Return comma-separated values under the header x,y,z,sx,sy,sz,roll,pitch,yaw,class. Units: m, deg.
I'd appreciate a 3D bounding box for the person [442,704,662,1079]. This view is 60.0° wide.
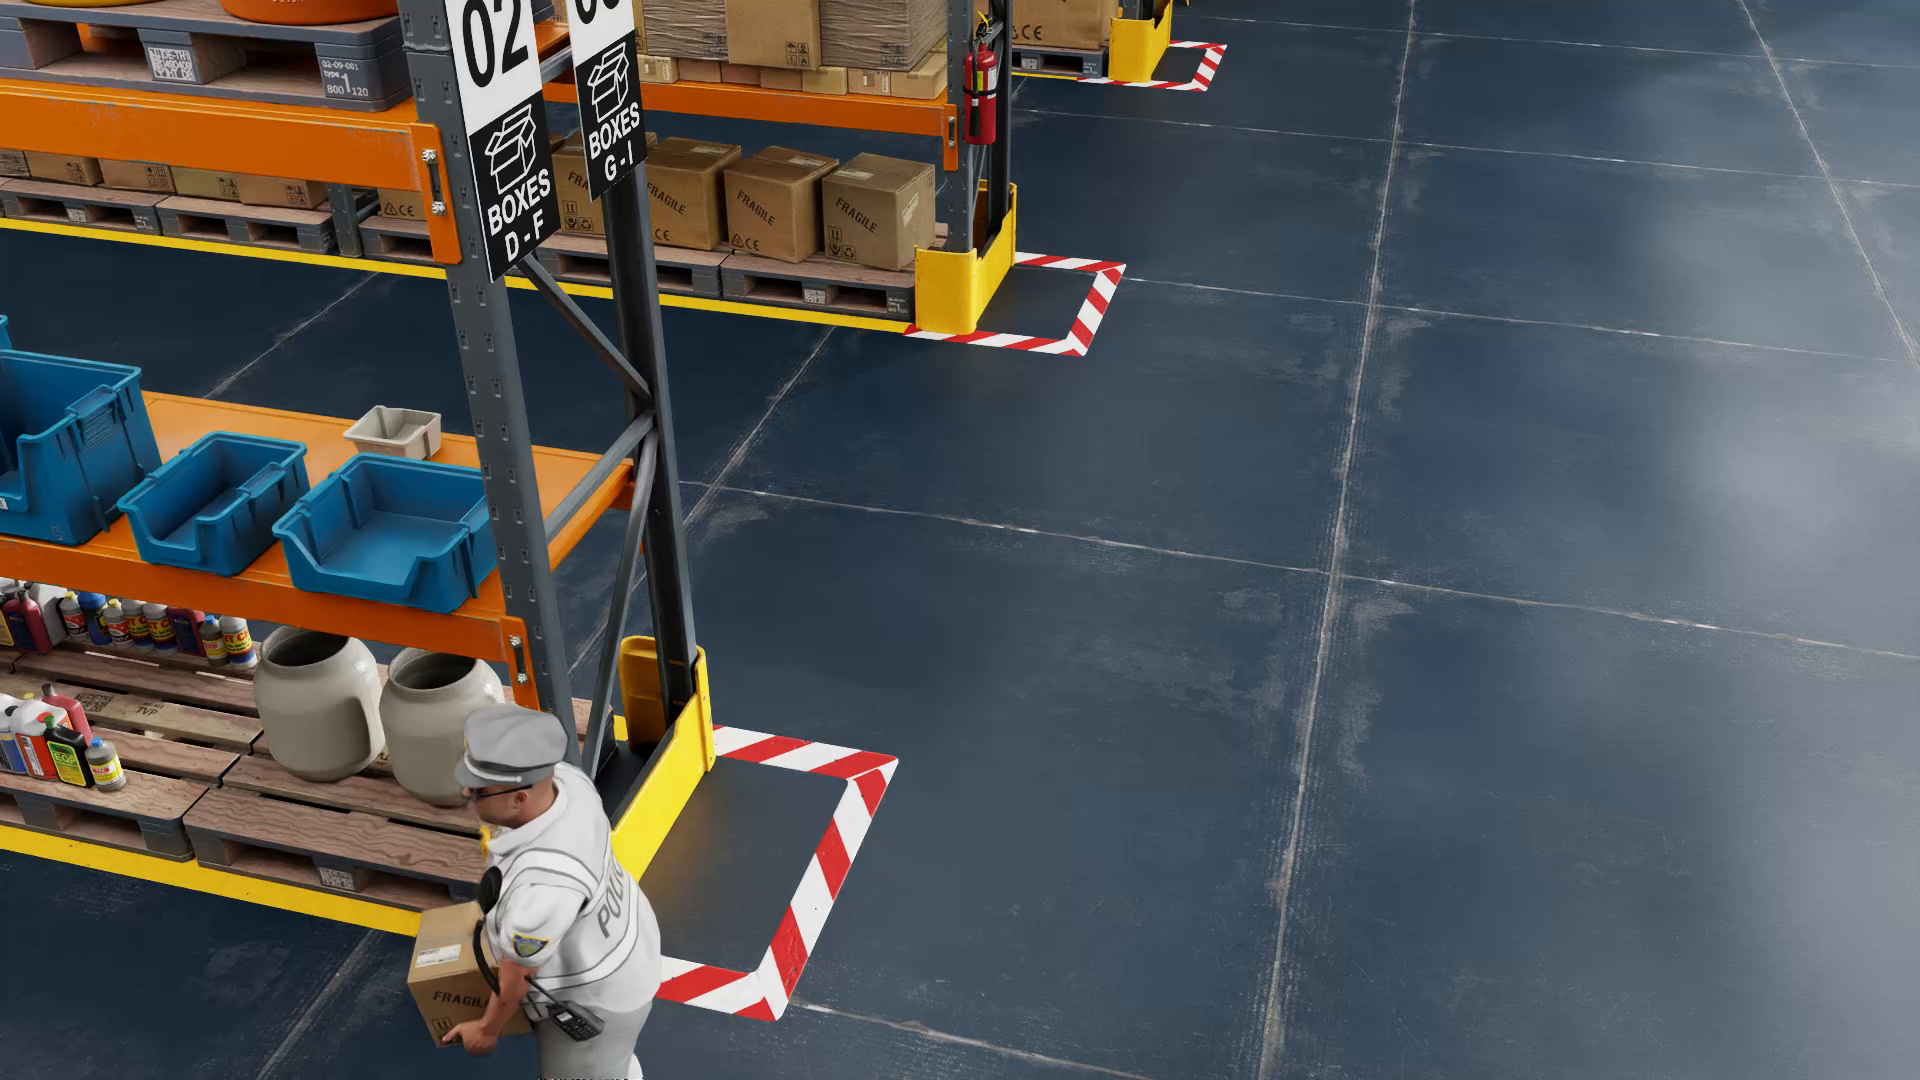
x,y,z,sx,sy,sz,roll,pitch,yaw,class
-1.056,1.156,4.329,0.560,1.757,0.489,-5,33,-8,person
